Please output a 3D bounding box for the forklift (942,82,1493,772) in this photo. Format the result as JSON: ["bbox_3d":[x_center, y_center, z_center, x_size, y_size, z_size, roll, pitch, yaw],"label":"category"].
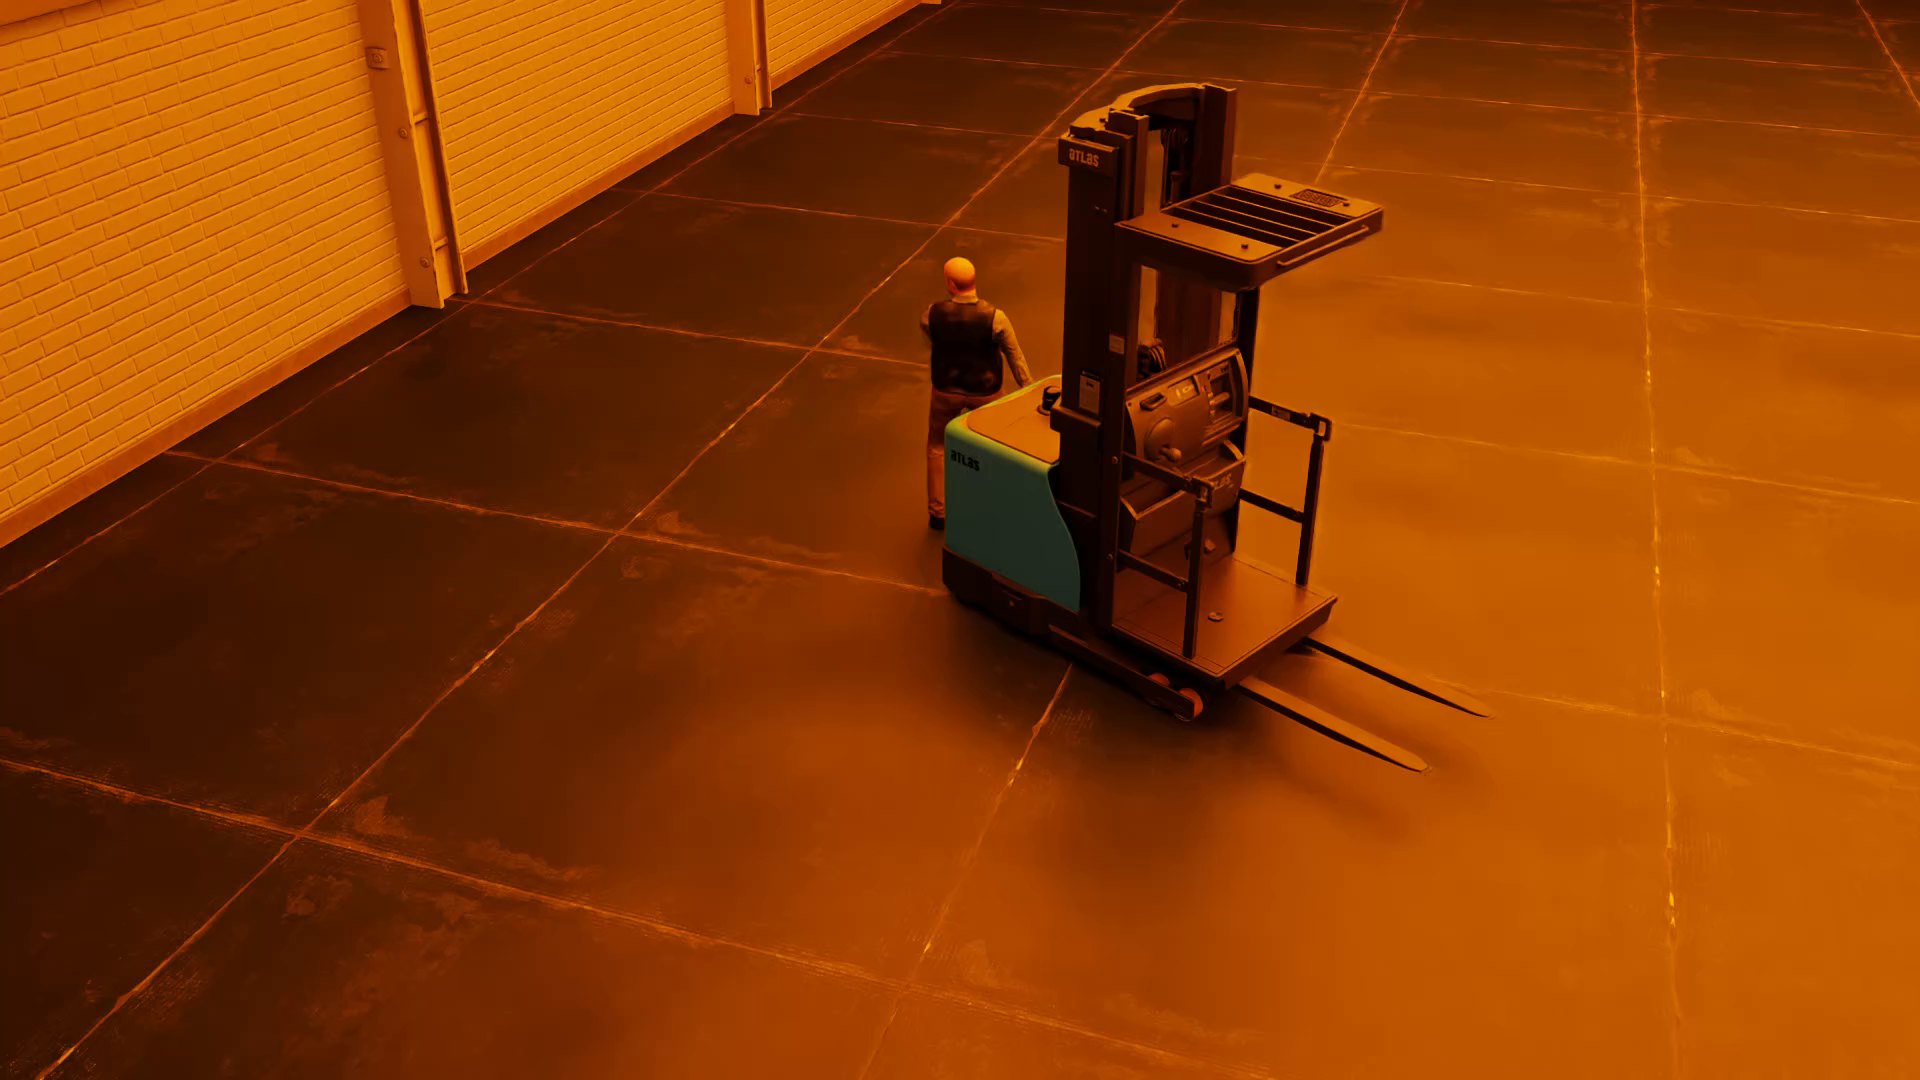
[{"bbox_3d":[1.303,-0.642,8.263,3.031,2.935,1.130,26,39,37],"label":"forklift"}]

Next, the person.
[{"bbox_3d":[0.114,-0.951,10.125,0.695,1.637,0.785,3,30,5],"label":"person"}]
